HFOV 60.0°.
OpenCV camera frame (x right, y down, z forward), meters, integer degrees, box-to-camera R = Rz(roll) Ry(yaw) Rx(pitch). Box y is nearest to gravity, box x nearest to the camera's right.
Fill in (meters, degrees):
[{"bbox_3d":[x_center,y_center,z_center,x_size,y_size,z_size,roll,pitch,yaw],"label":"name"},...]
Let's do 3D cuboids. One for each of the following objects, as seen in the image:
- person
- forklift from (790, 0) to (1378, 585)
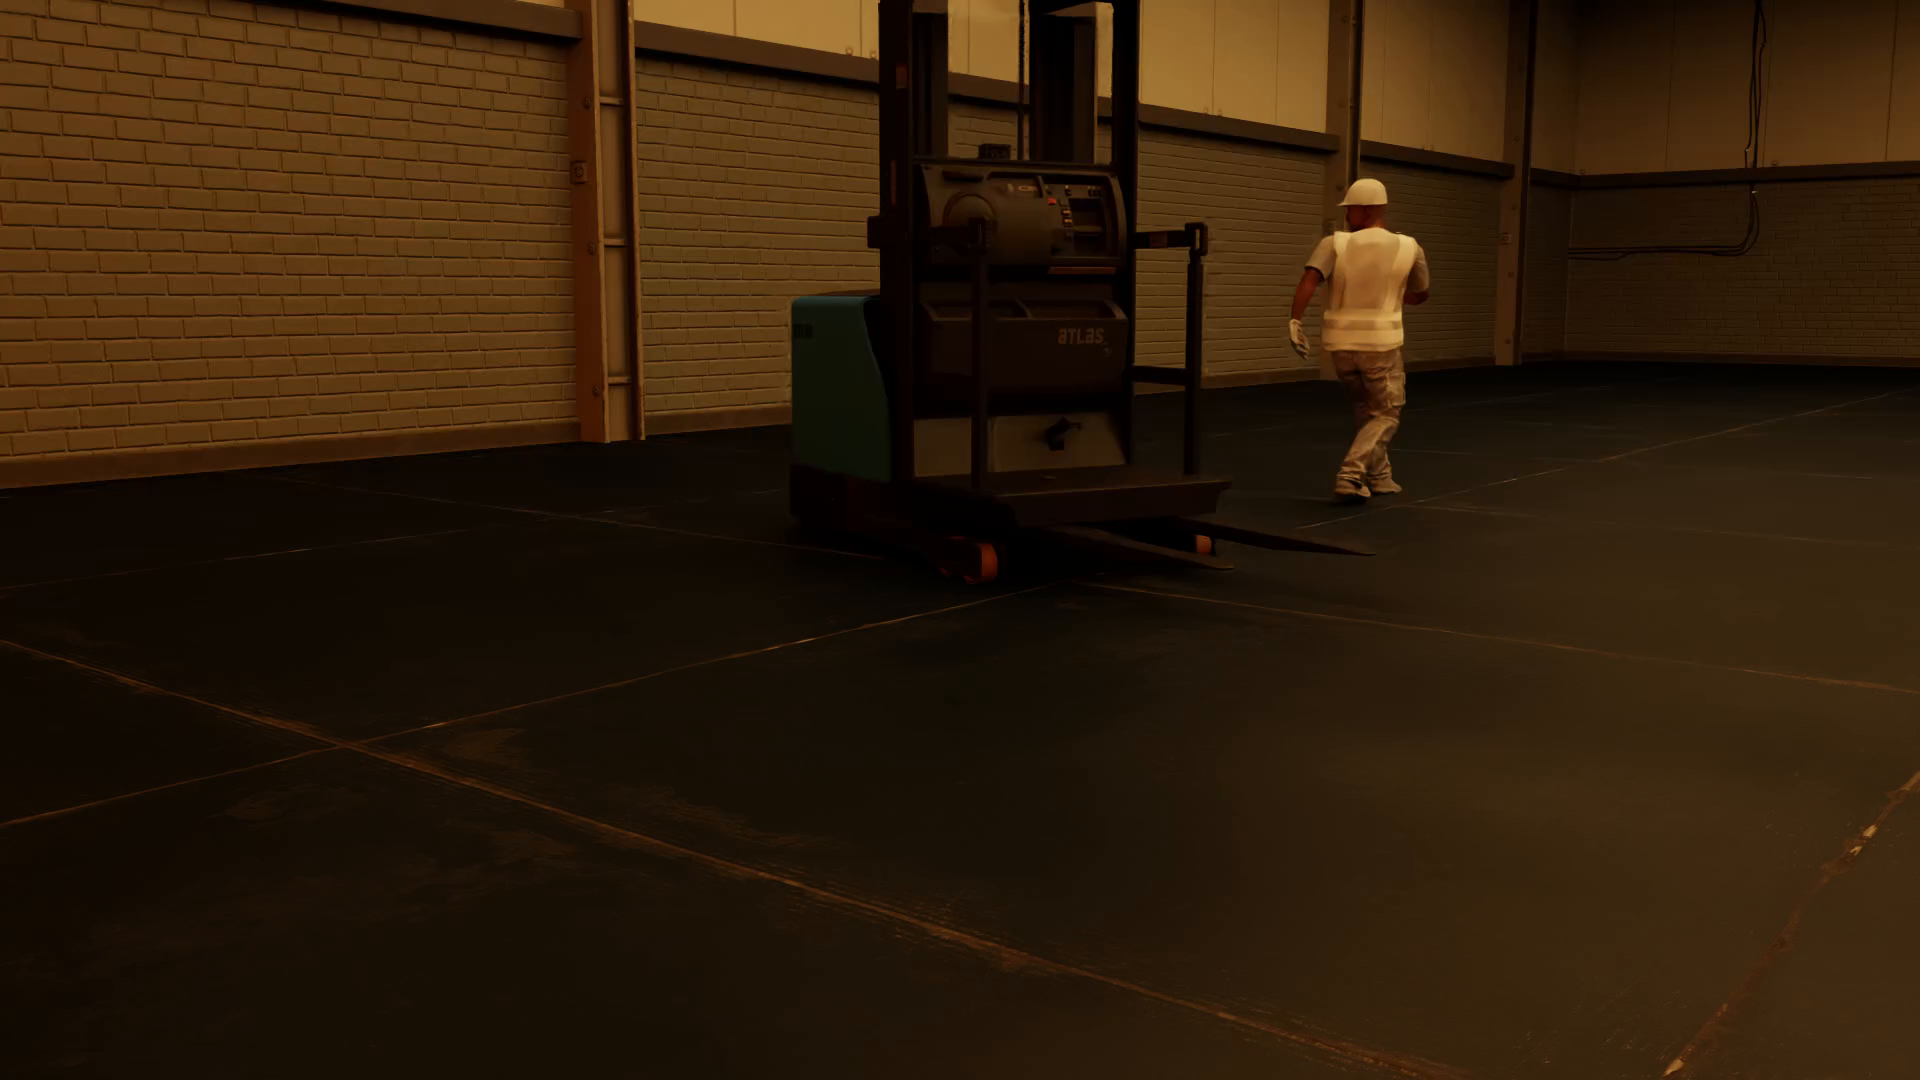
[{"bbox_3d":[2.154,-1.047,8.822,0.572,1.706,0.975,5,10,31],"label":"person"},{"bbox_3d":[0.372,-1.354,6.537,1.130,2.935,3.031,-5,10,-29],"label":"forklift"}]
